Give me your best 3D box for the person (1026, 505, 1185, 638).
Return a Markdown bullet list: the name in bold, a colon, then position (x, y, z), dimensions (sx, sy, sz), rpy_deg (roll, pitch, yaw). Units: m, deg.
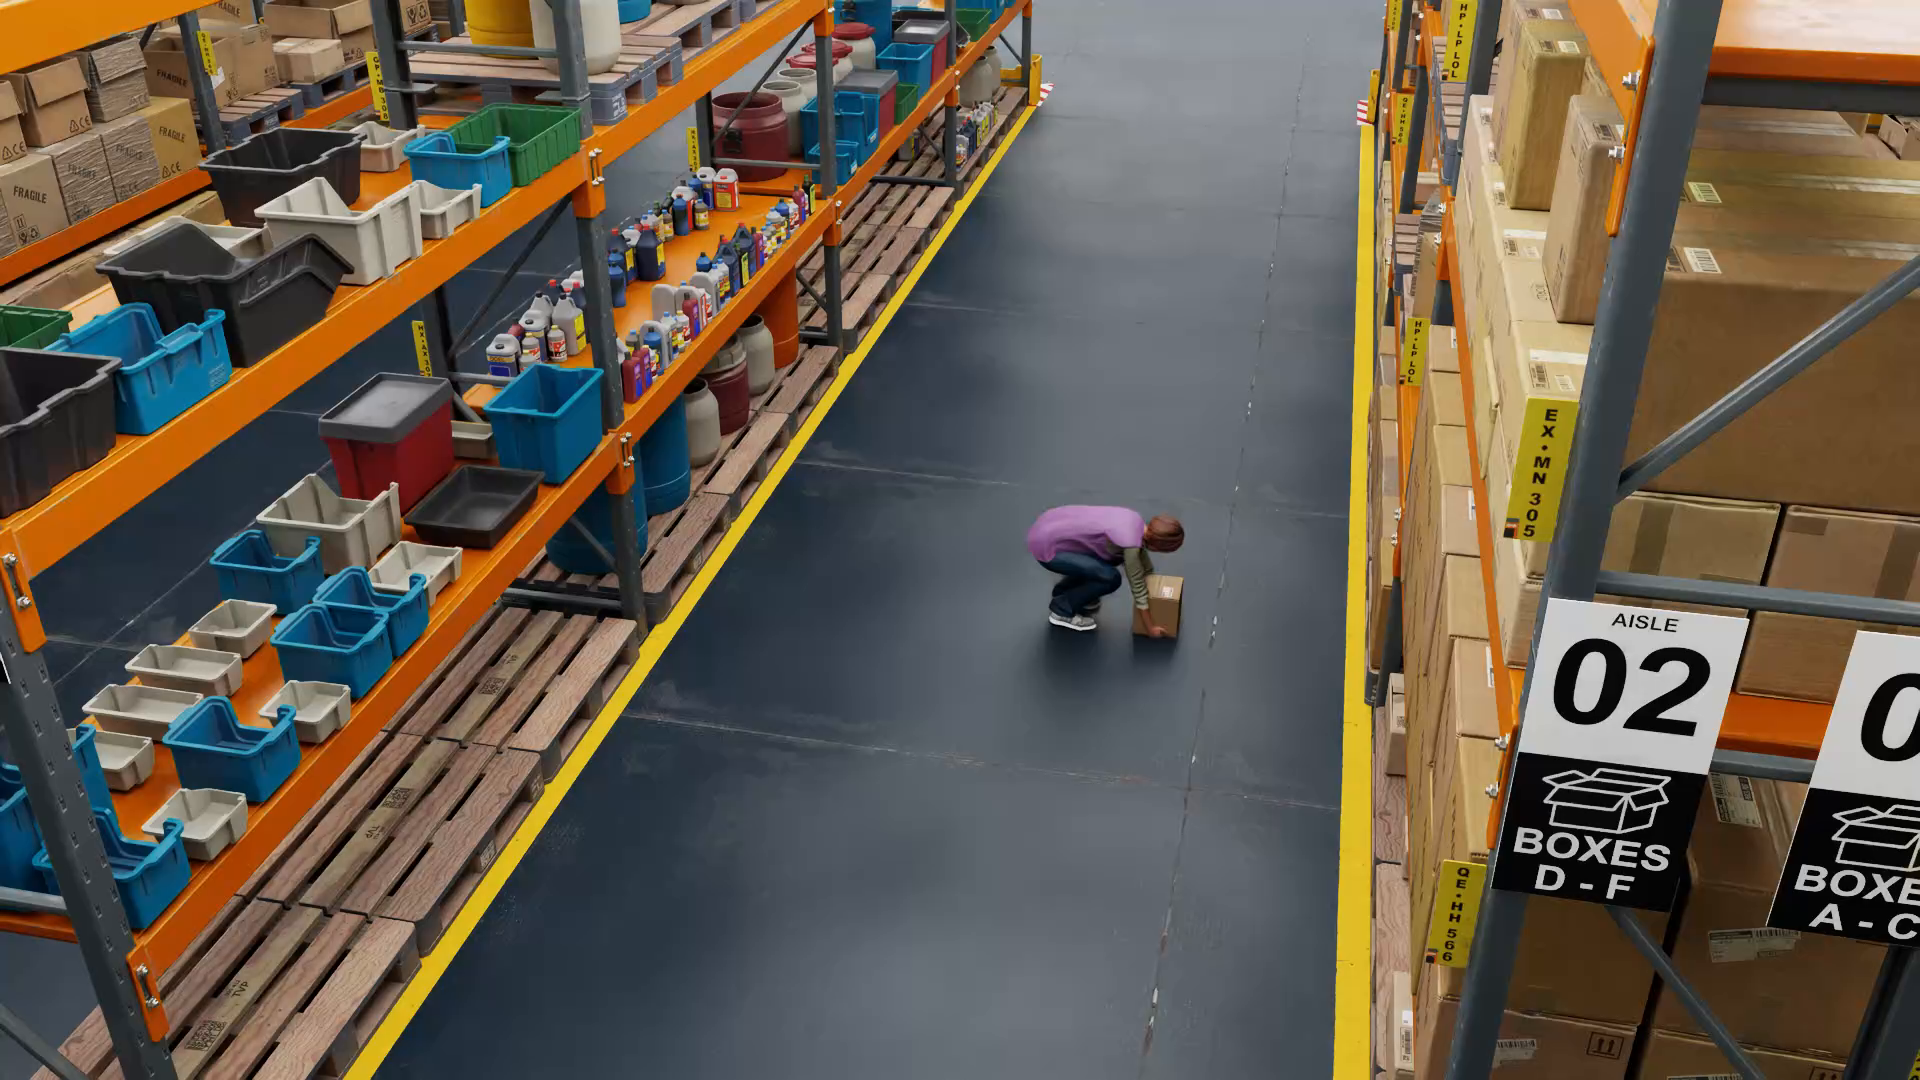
- **person**: position (0.801, 0.156, 9.295), dimensions (0.868, 0.715, 0.419), rpy_deg (5, 30, 9)
